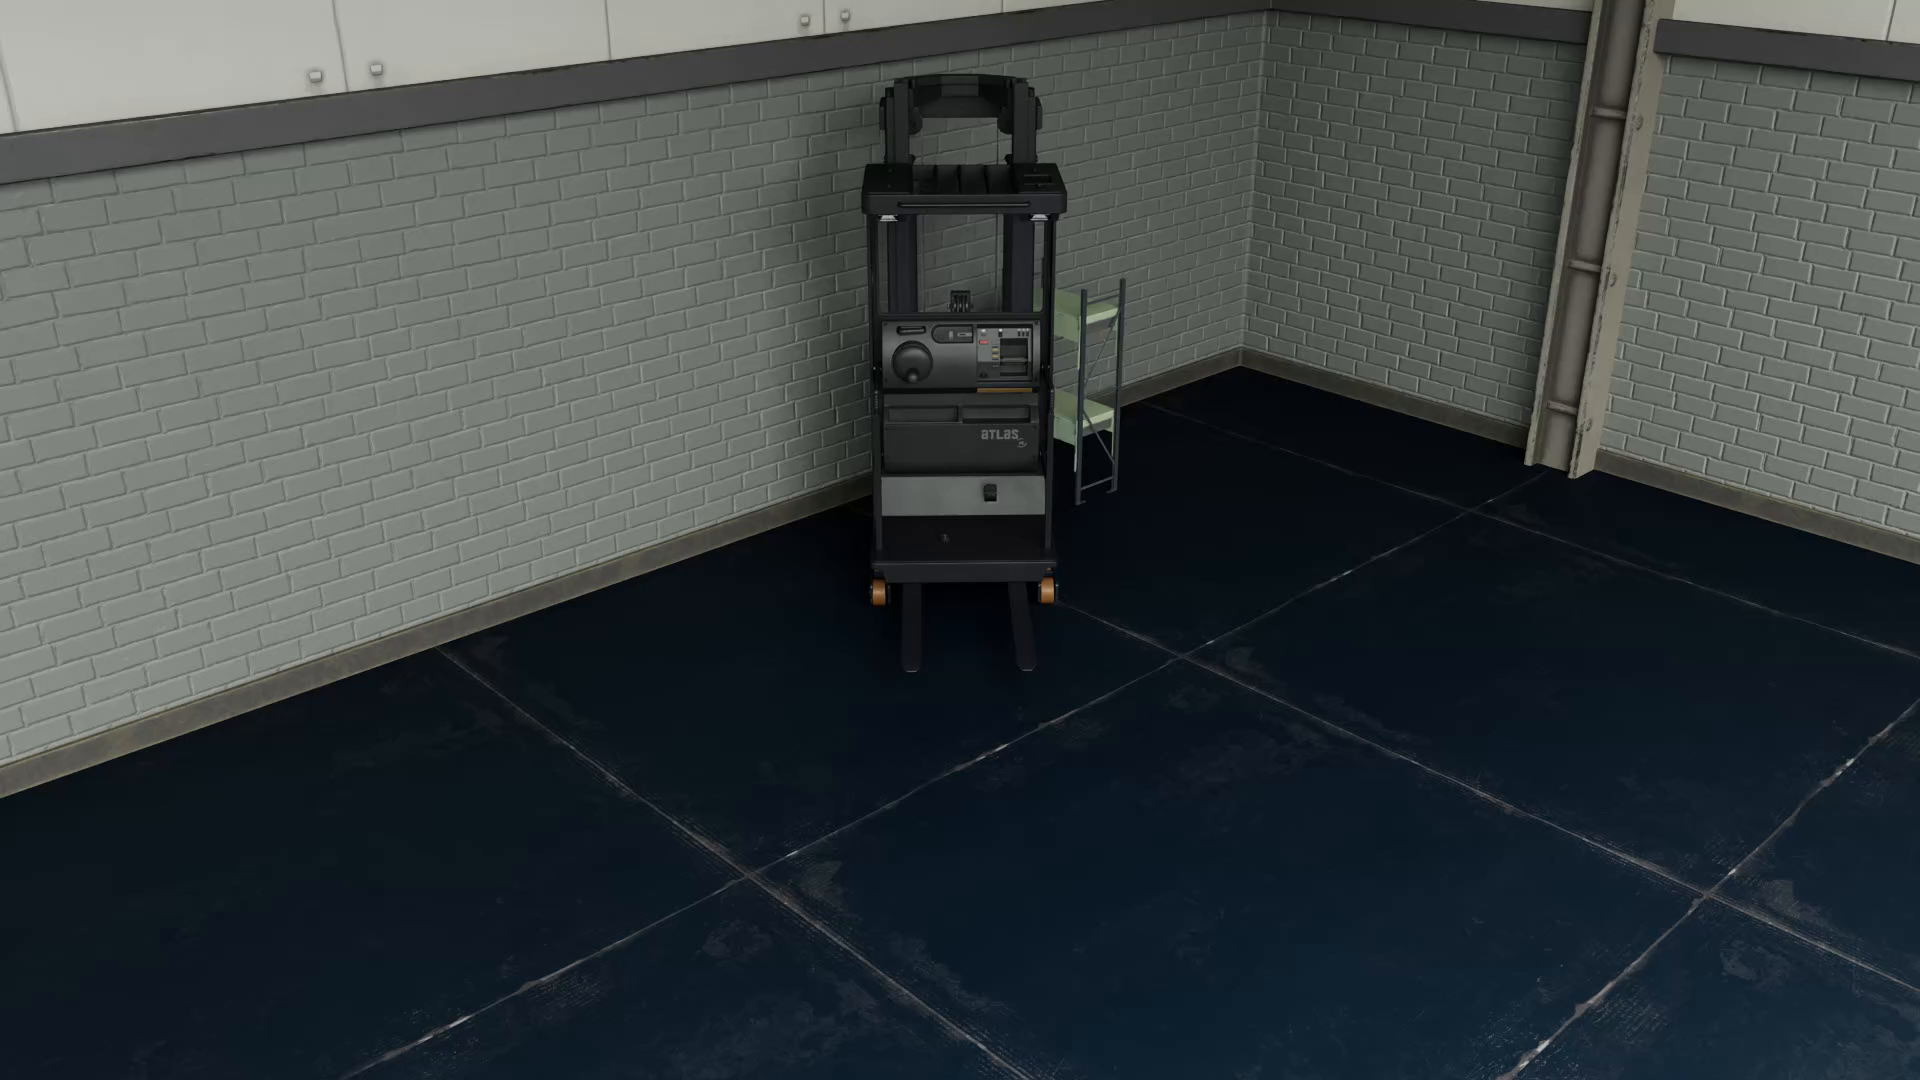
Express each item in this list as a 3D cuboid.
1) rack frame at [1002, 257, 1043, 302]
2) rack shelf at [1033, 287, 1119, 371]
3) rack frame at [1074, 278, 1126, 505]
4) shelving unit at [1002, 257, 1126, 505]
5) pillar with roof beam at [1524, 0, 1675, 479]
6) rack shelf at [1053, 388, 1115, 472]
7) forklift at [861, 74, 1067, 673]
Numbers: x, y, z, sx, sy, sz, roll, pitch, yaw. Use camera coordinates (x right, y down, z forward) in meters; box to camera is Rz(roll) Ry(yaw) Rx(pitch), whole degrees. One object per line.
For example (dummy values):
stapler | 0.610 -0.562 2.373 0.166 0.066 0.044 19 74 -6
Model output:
rack frame | 0.438 -1.200 11.574 0.400 1.500 0.023 -21 32 -38
rack shelf | 0.685 -1.443 11.166 0.431 0.370 0.720 -21 32 -38
rack frame | 0.931 -0.976 11.082 0.400 1.500 0.023 -21 32 -38
shelving unit | 0.685 -1.088 11.328 0.431 1.500 0.755 -21 32 -38
pillar with roof beam | 1.153 -3.405 7.372 9.100 9.000 0.400 -21 32 -38
rack shelf | 0.685 -0.792 11.463 0.431 0.370 0.720 -21 32 -38
forklift | 0.014 -1.073 9.571 1.130 2.935 3.031 -1 25 -1
